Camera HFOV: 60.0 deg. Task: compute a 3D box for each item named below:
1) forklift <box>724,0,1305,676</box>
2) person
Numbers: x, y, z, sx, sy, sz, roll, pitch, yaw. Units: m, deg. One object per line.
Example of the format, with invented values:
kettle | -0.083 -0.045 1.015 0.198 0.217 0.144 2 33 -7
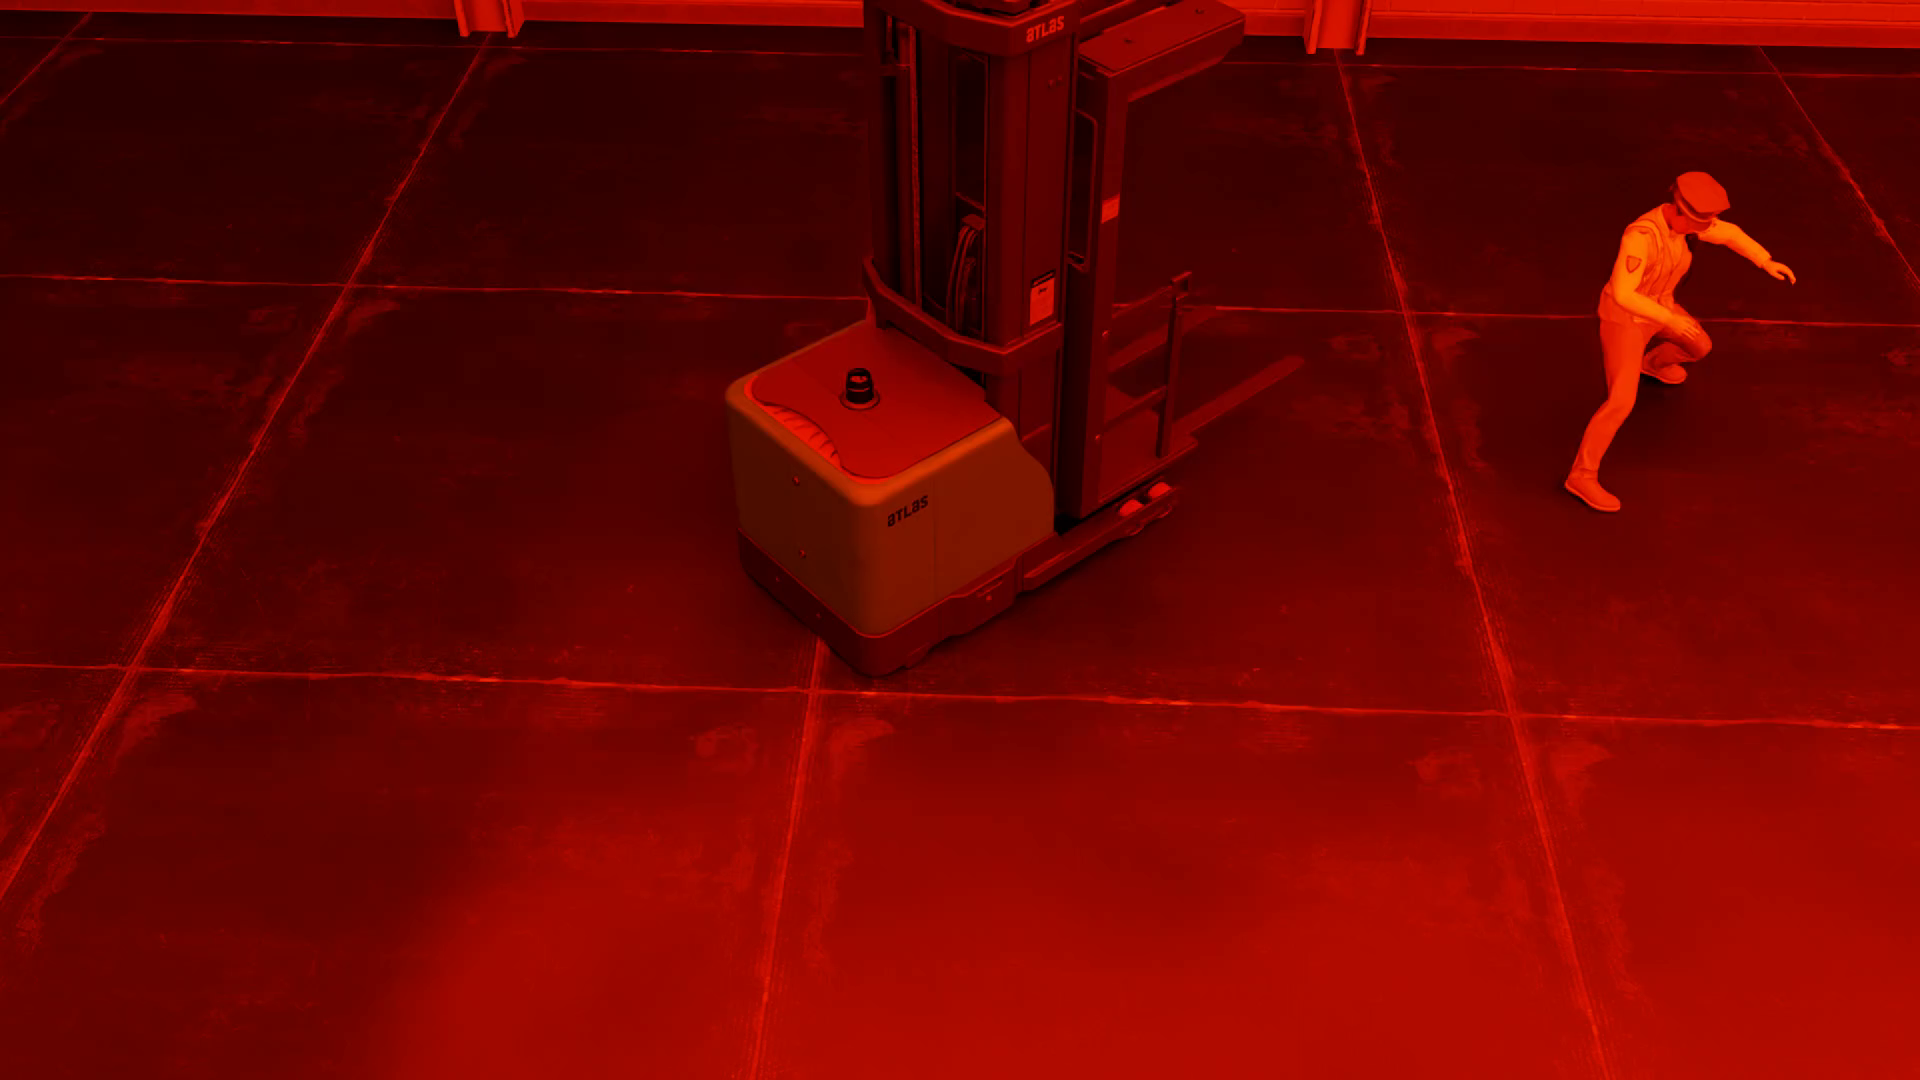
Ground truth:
forklift | 0.427 -1.349 7.220 3.031 2.935 1.130 -30 50 -29
person | 3.424 -1.062 7.989 1.219 1.463 0.704 -24 48 -24
